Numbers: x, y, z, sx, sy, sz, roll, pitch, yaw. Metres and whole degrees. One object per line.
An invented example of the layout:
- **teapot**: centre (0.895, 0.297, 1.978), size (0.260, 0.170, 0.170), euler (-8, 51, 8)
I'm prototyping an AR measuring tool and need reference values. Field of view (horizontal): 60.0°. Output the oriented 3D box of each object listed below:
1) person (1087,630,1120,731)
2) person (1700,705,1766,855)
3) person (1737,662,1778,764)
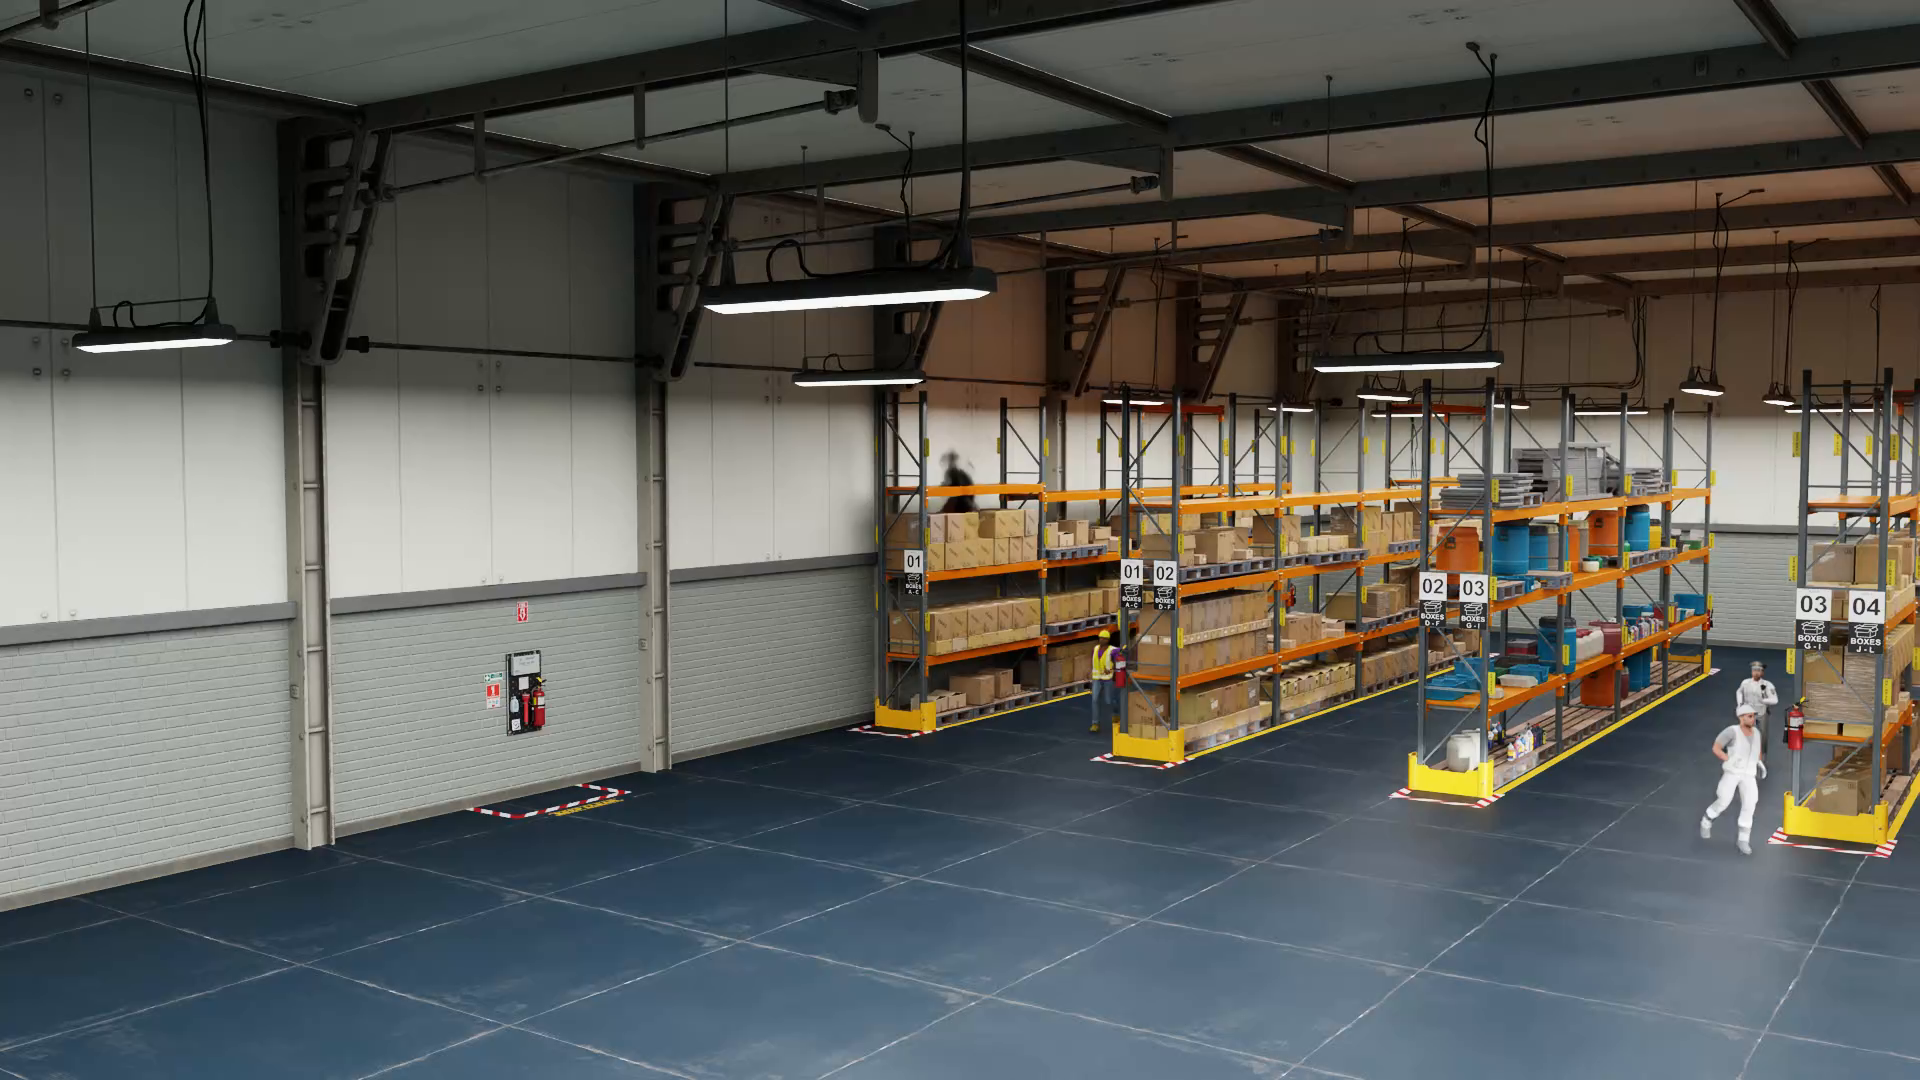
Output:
- **person**: centre (2.555, 2.471, 29.464), size (0.723, 1.751, 0.959), euler (2, 4, 30)
- **person**: centre (9.764, 2.951, 20.780), size (0.709, 1.780, 0.915), euler (0, 3, -3)
- **person**: centre (12.289, 2.708, 25.690), size (0.593, 1.682, 0.940), euler (2, 4, 32)
